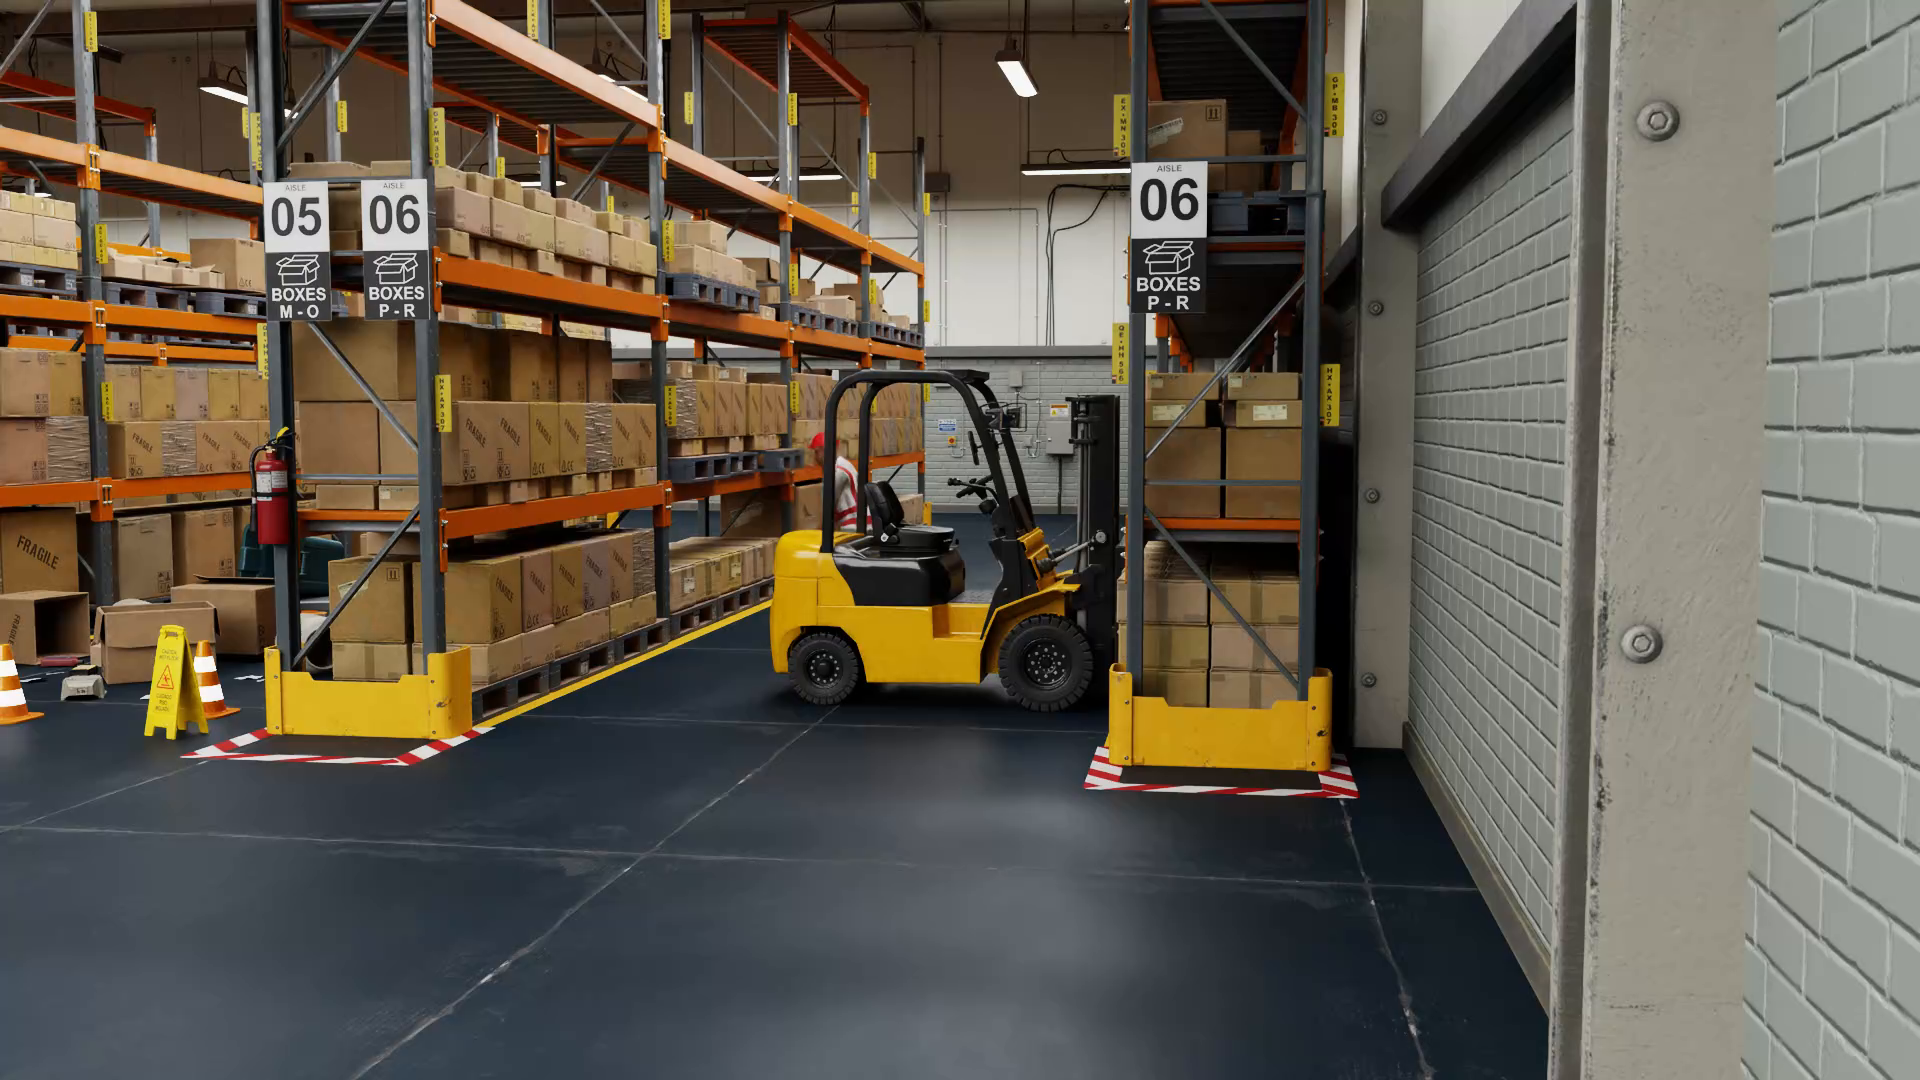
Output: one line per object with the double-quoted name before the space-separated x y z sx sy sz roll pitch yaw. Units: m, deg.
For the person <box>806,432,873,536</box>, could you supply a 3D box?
"person" -0.981 -0.037 13.805 0.603 1.725 0.481 1 4 8
